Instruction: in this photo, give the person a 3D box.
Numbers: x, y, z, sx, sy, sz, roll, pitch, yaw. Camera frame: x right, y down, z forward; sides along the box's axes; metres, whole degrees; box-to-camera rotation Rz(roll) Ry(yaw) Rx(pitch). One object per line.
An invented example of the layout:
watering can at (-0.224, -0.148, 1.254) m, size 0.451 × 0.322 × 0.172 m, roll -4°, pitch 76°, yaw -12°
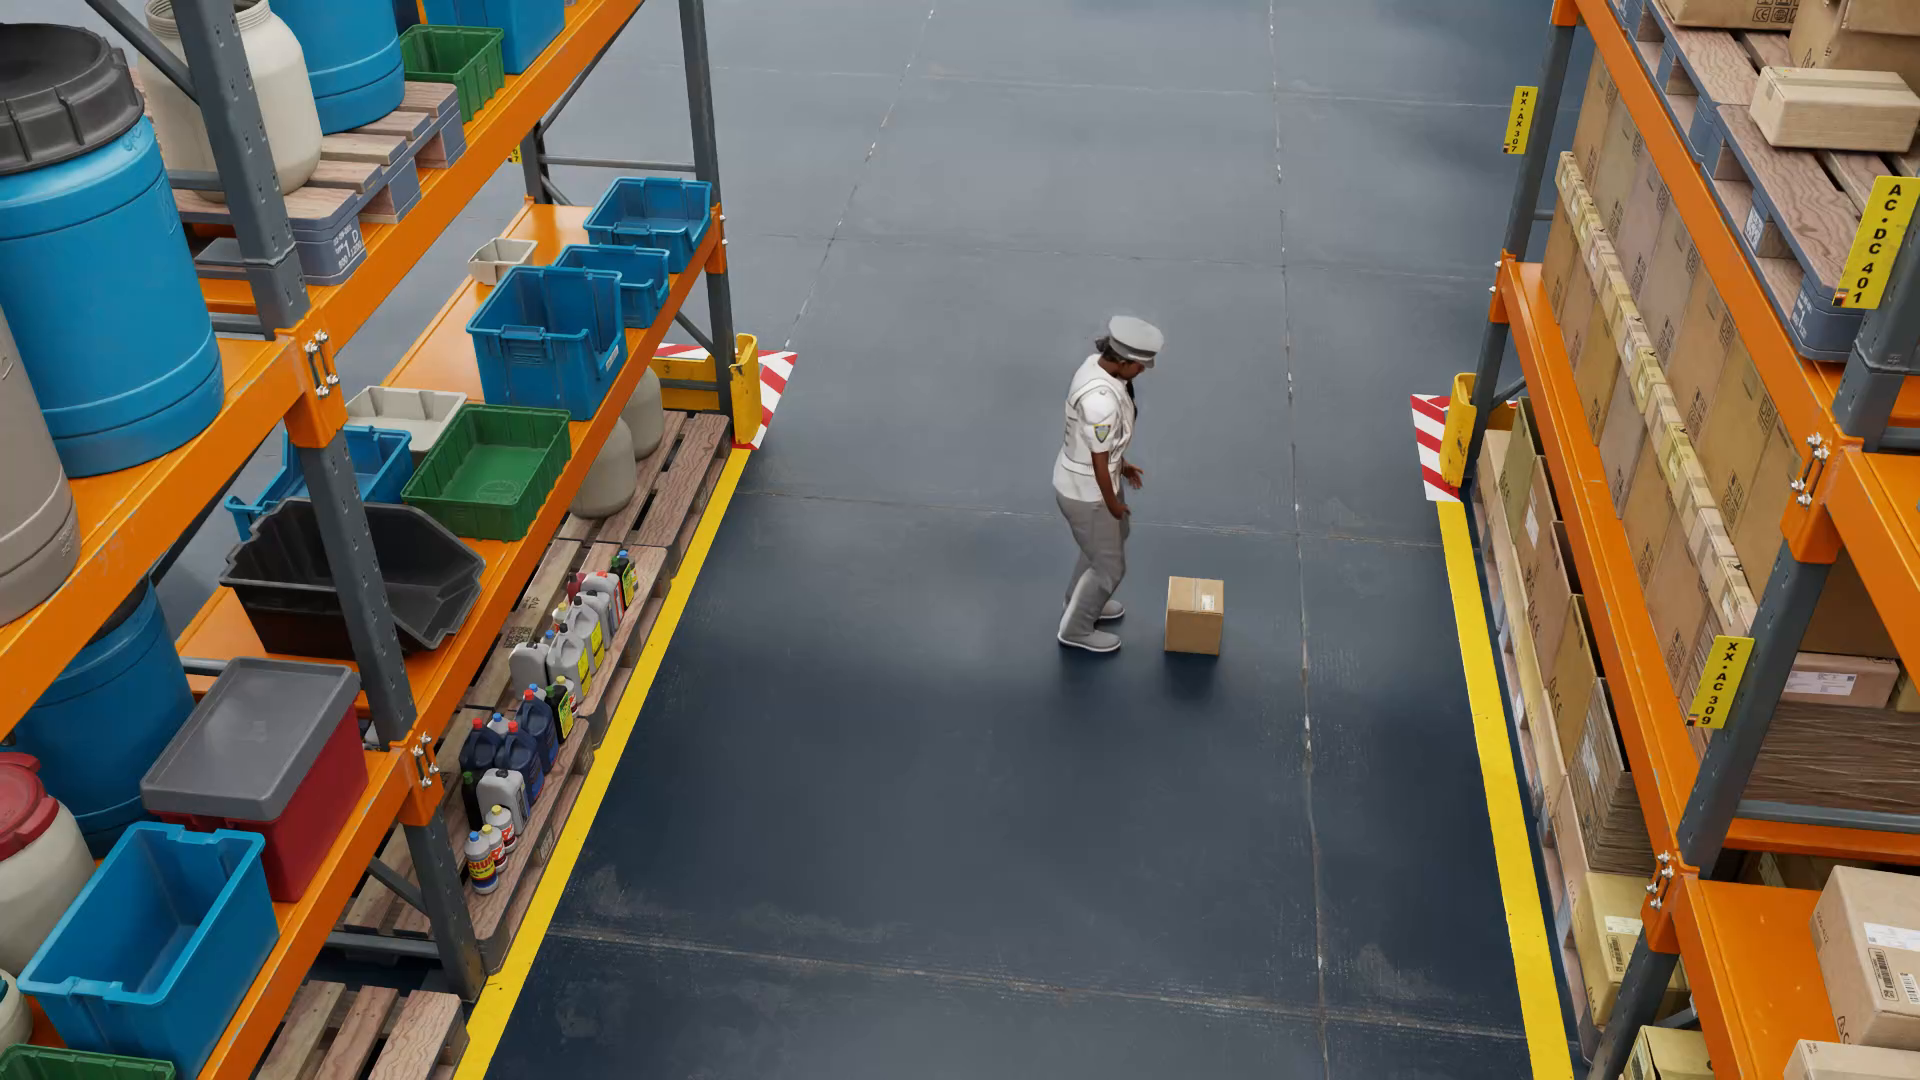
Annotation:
person at (0.638, -0.251, 7.424) m, size 0.442 × 1.624 × 0.457 m, roll 5°, pitch 37°, yaw 7°
